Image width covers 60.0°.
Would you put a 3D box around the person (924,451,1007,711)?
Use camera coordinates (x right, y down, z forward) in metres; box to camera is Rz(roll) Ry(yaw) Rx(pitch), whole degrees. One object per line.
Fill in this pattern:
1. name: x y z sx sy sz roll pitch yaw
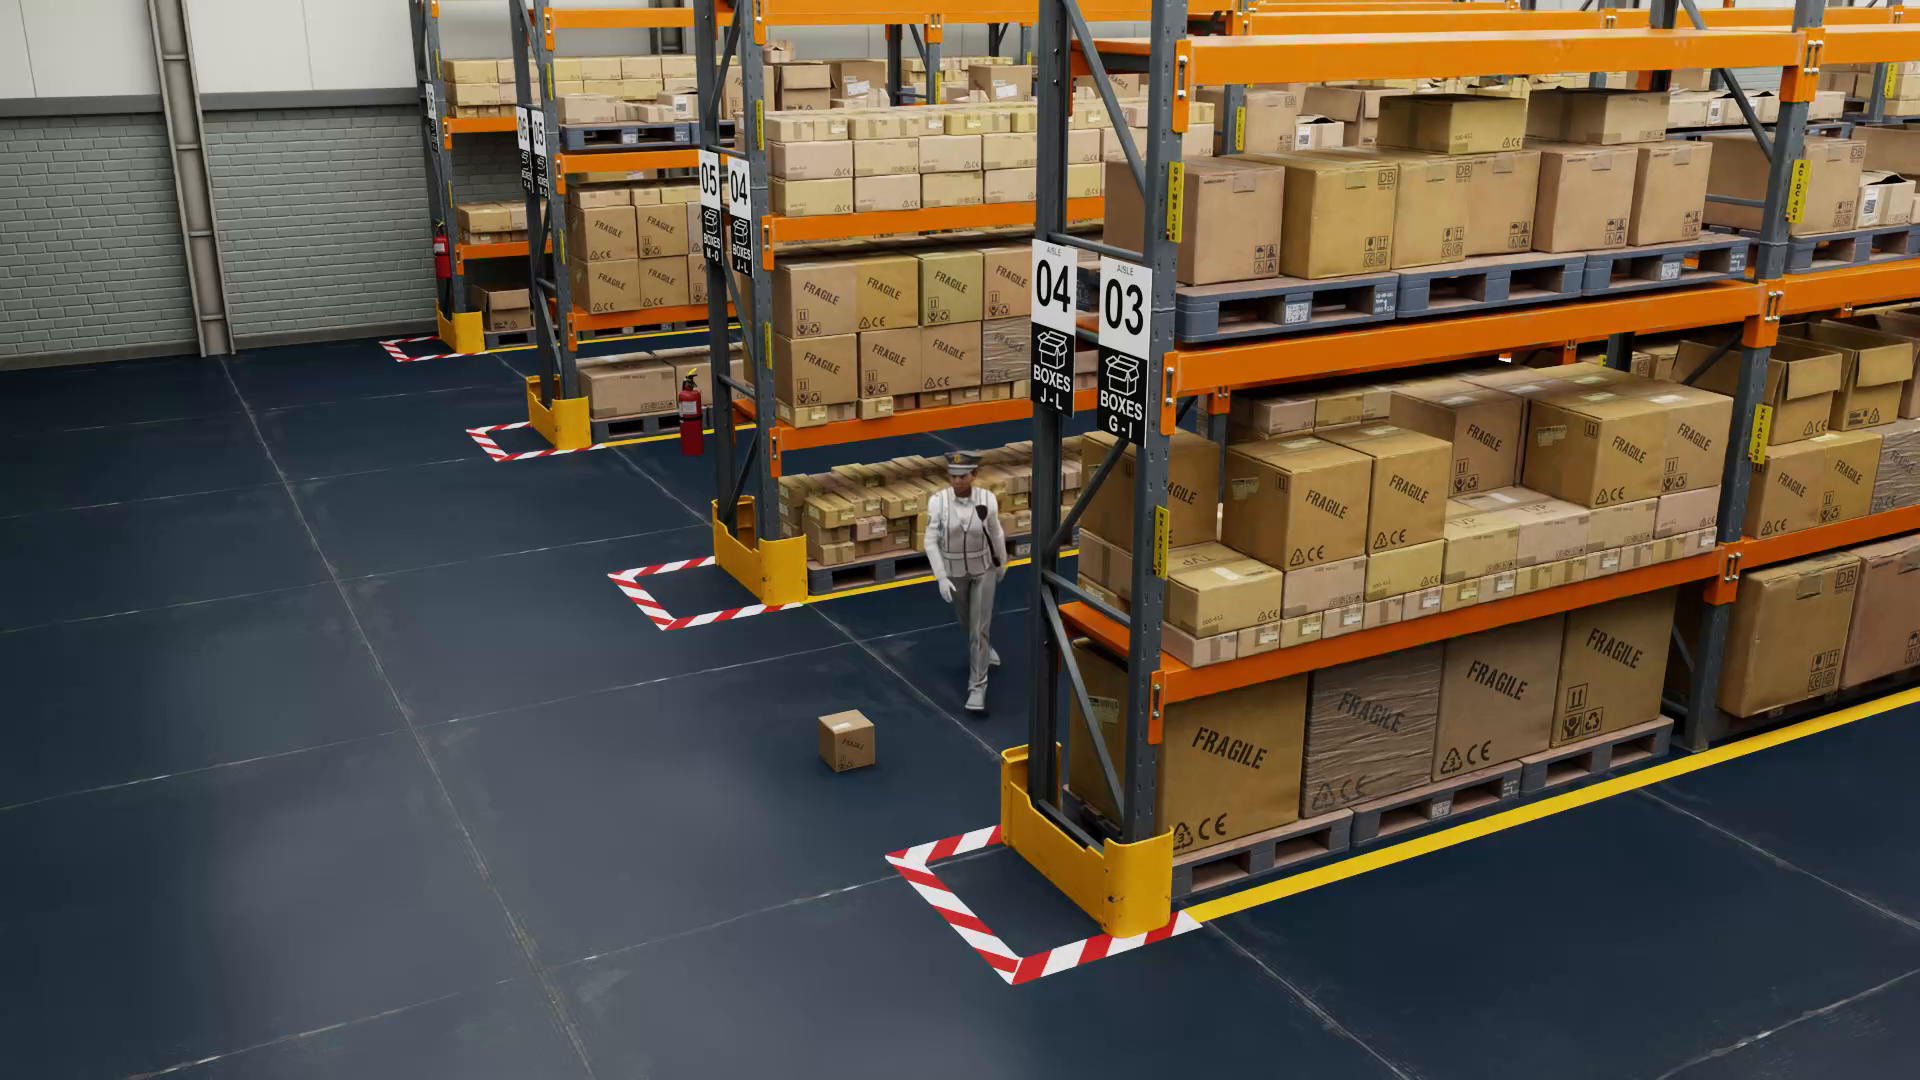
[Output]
1. person: 0.037 0.186 10.504 0.523 1.633 0.913 1 19 2
